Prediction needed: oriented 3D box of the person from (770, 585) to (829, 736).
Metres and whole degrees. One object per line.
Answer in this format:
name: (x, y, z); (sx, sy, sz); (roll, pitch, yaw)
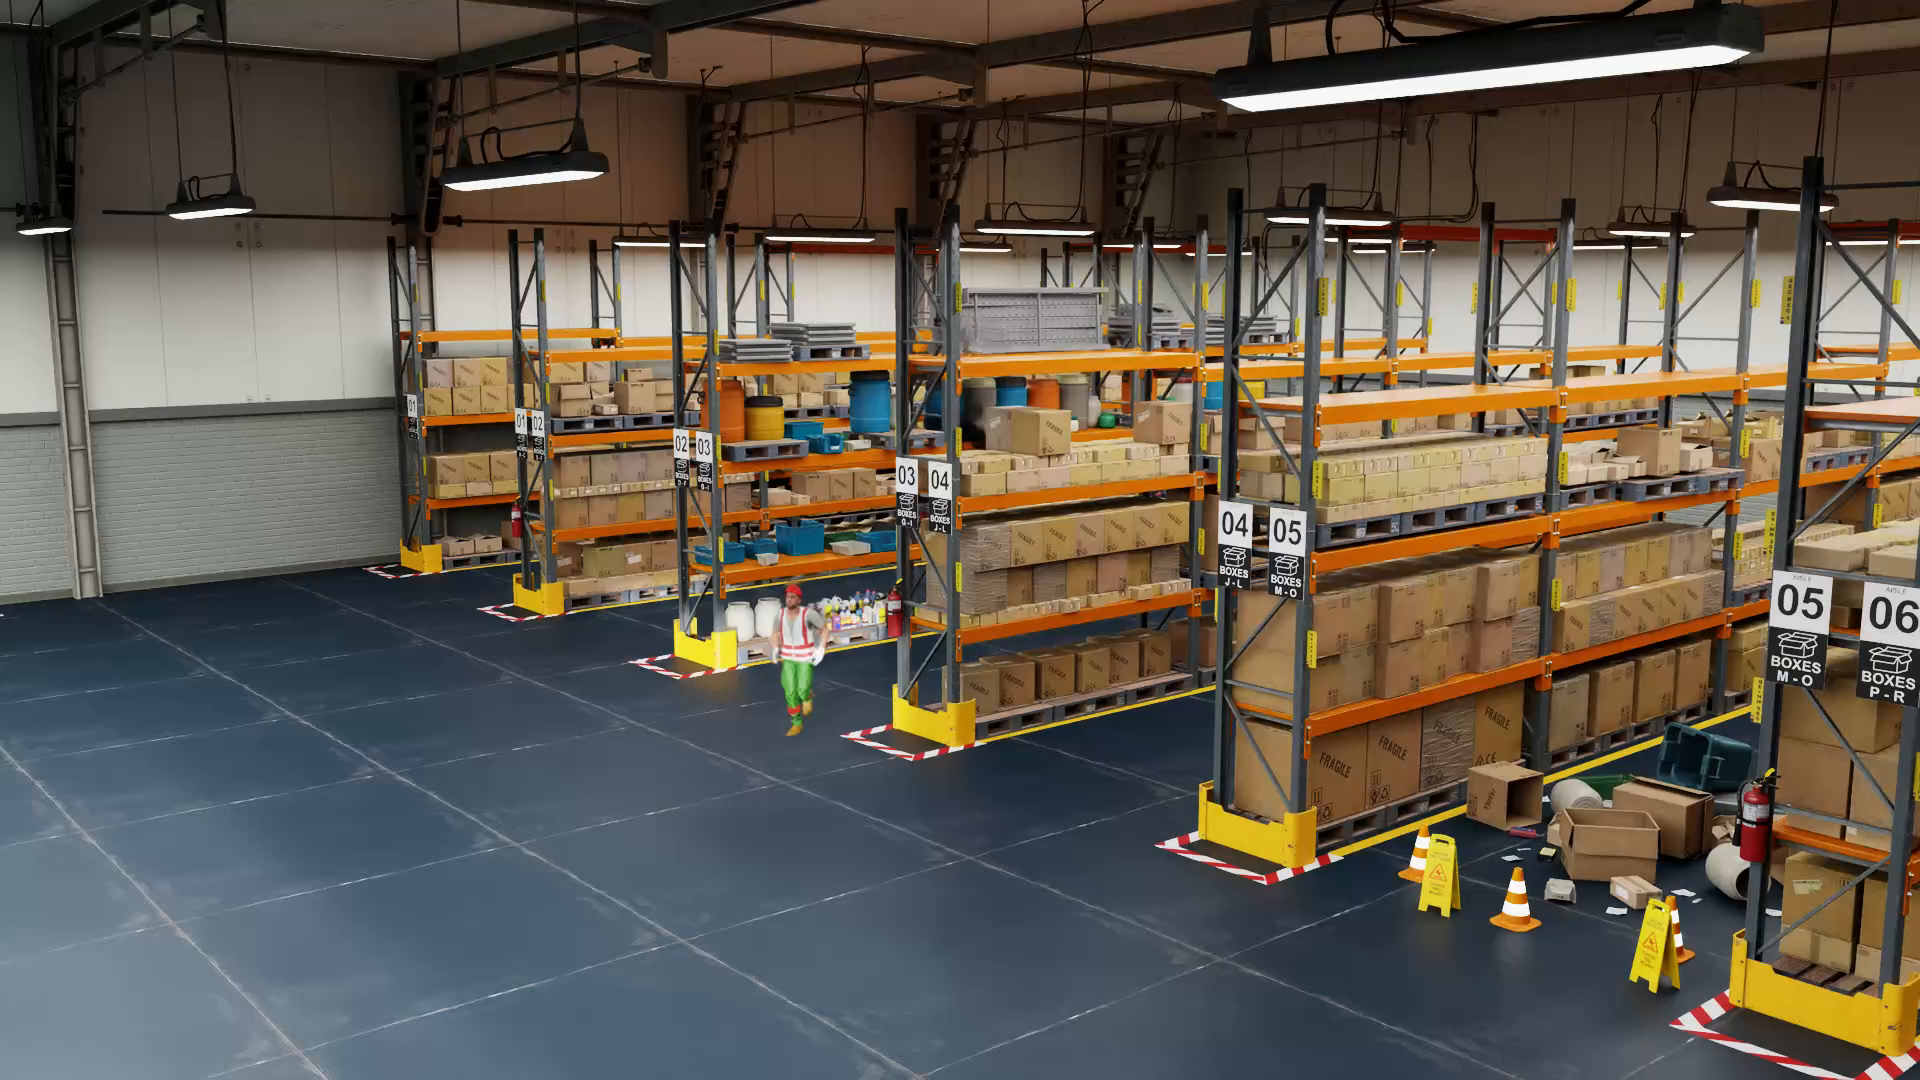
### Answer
person: (-1.860, 1.374, 19.225); (0.687, 1.754, 0.666); (2, 9, 13)

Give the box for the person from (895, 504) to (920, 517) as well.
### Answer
person: (-0.994, -0.923, 34.028); (1.156, 1.791, 0.649); (-8, 12, -43)
